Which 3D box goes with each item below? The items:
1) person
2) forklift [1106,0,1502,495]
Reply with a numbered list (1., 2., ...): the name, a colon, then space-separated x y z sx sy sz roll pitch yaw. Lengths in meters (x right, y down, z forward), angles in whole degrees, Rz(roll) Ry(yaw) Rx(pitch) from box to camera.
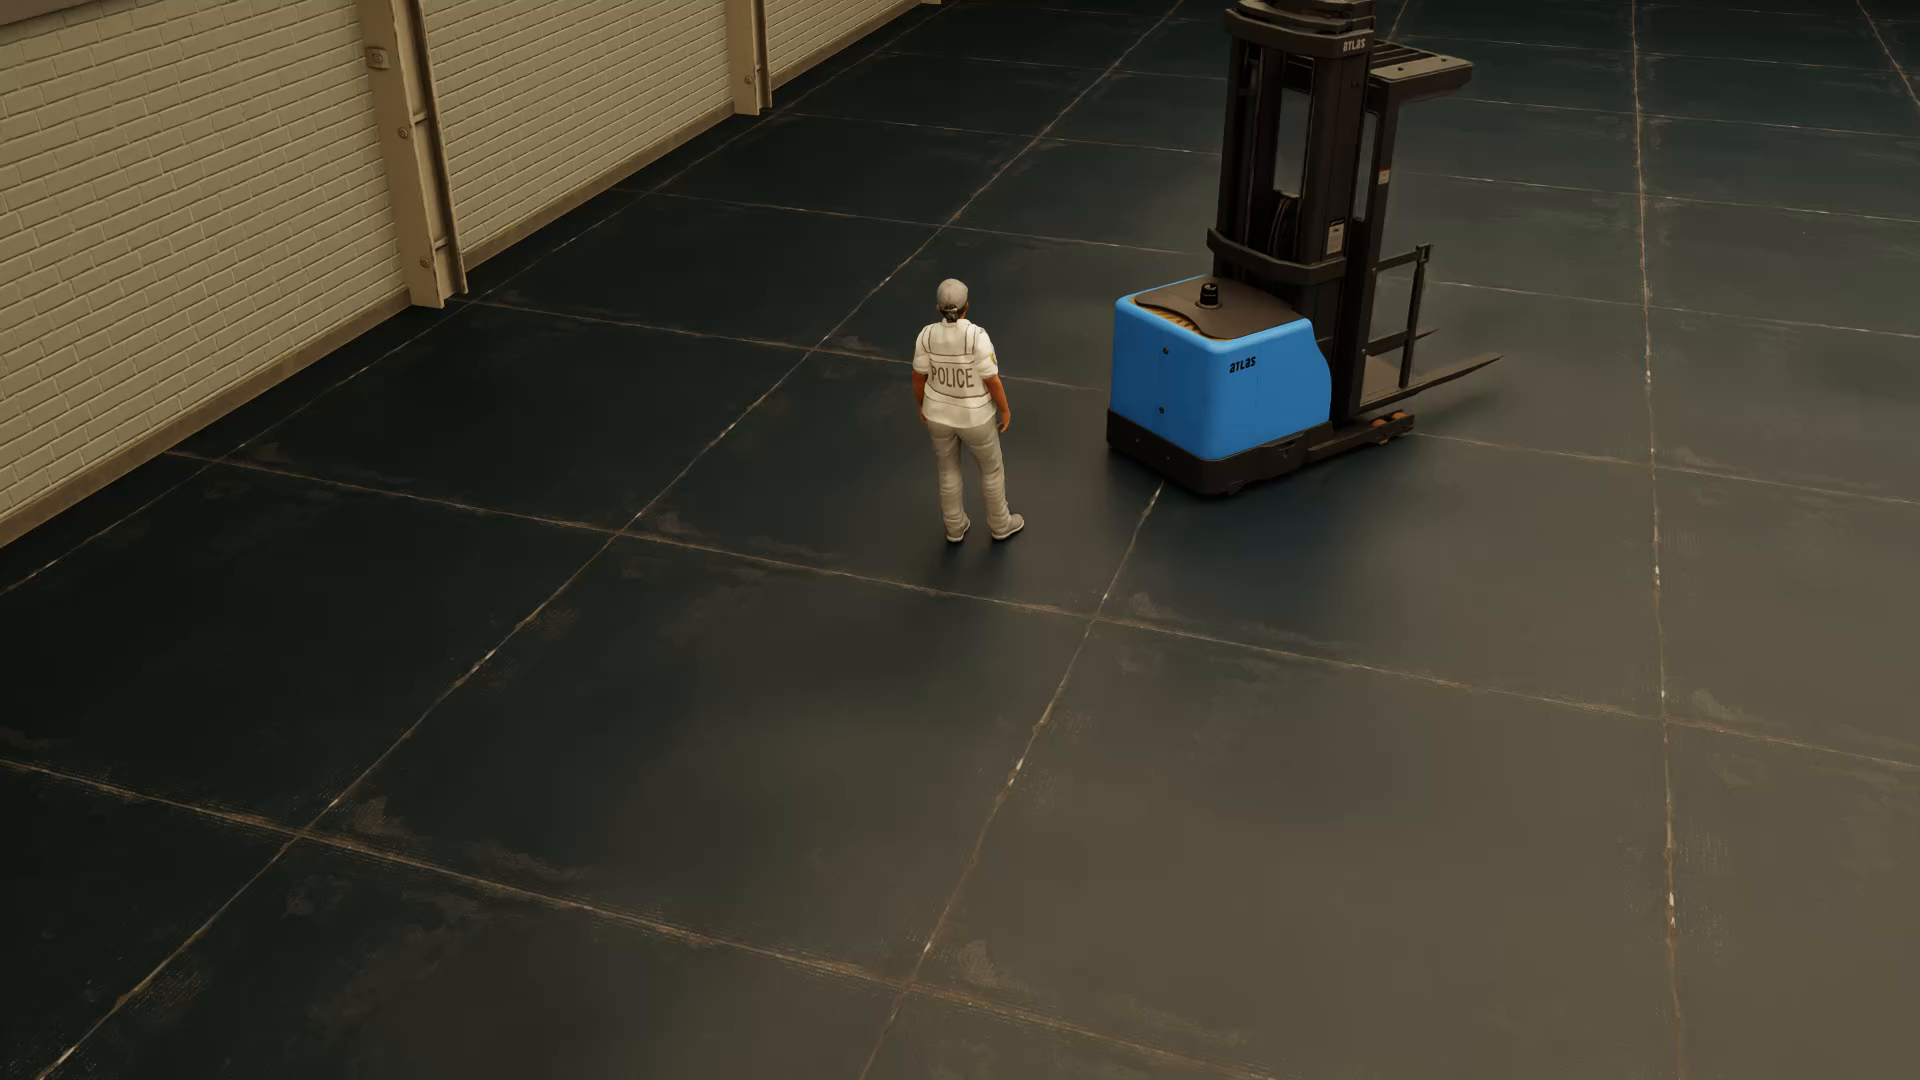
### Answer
1. person: 0.046 -0.763 9.736 0.598 1.670 0.529 10 31 16
2. forklift: 2.477 -2.115 10.846 3.031 2.935 1.130 -19 35 -30
